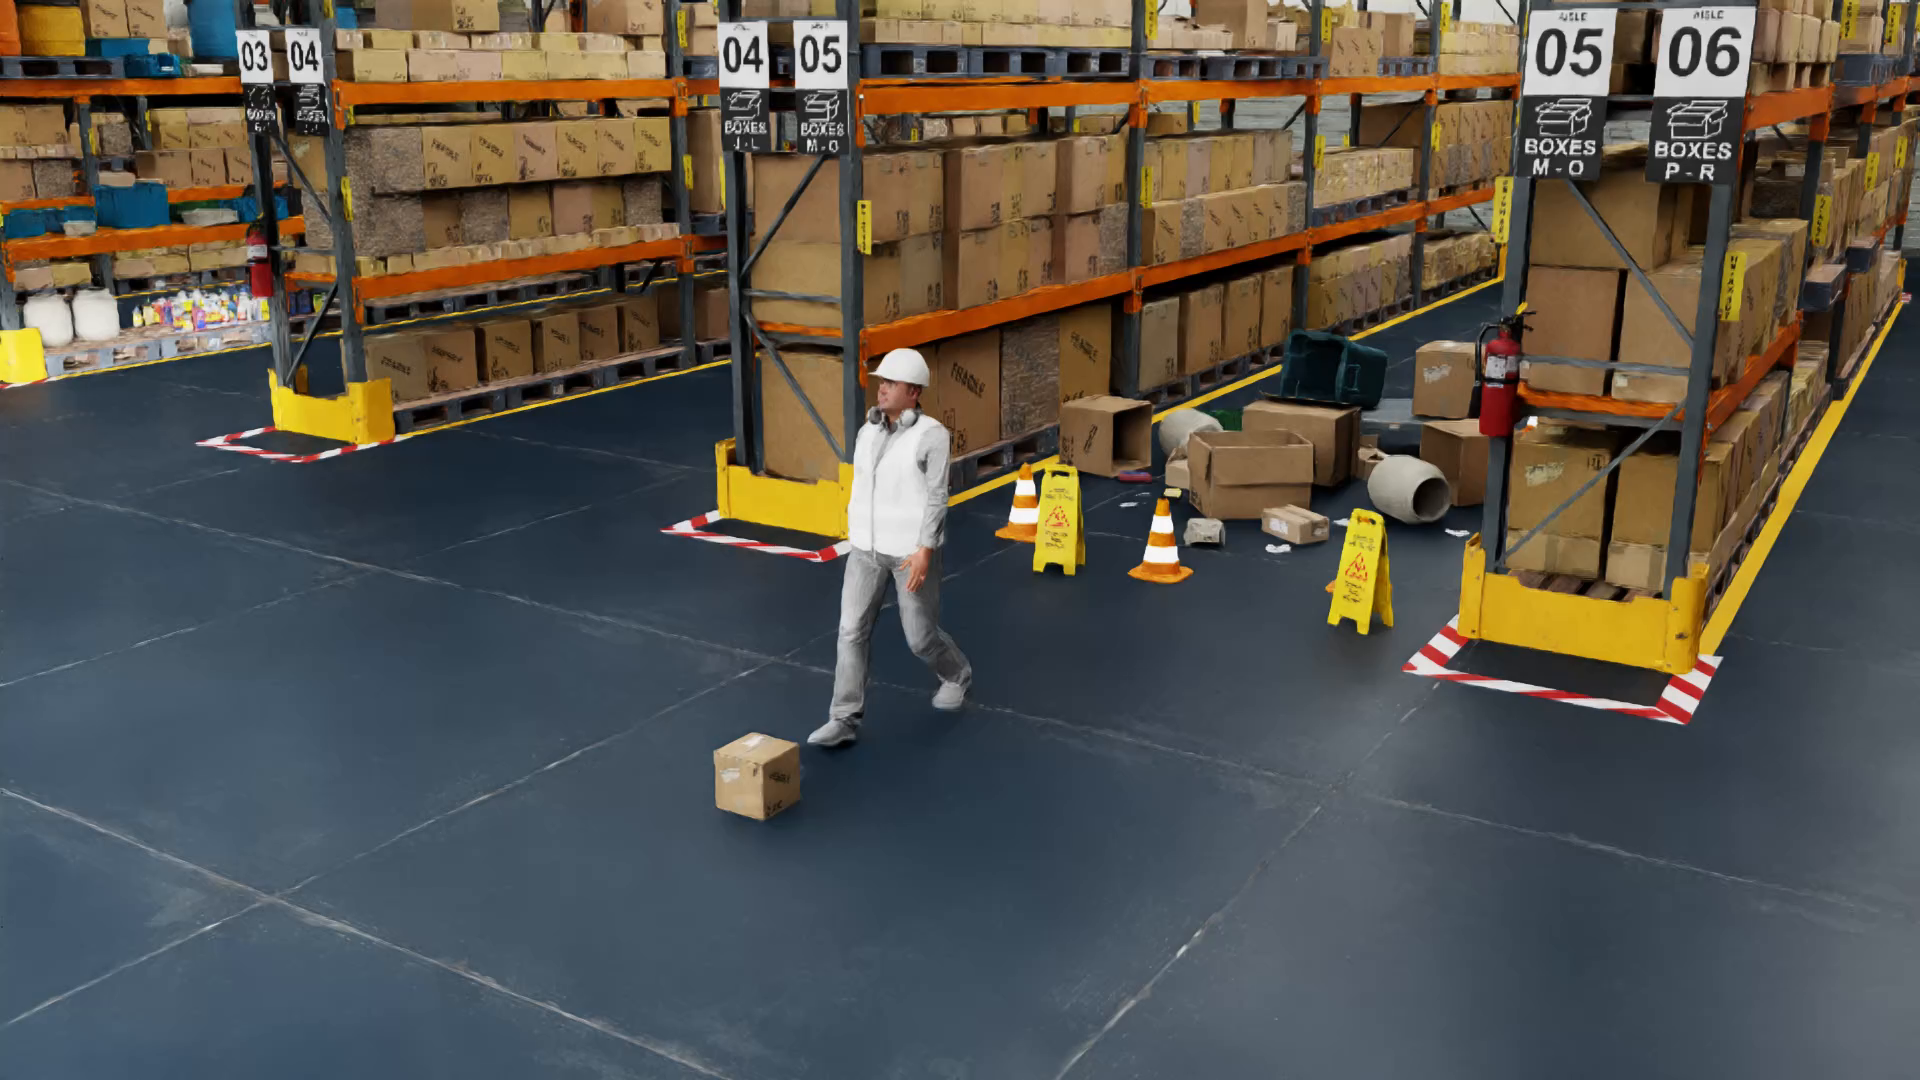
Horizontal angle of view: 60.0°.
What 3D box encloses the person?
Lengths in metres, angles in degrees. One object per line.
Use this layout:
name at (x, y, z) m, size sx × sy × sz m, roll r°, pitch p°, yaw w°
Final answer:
person at (-0.312, 0.035, 7.380) m, size 0.538 × 1.744 × 0.894 m, roll 10°, pitch 19°, yaw 30°
